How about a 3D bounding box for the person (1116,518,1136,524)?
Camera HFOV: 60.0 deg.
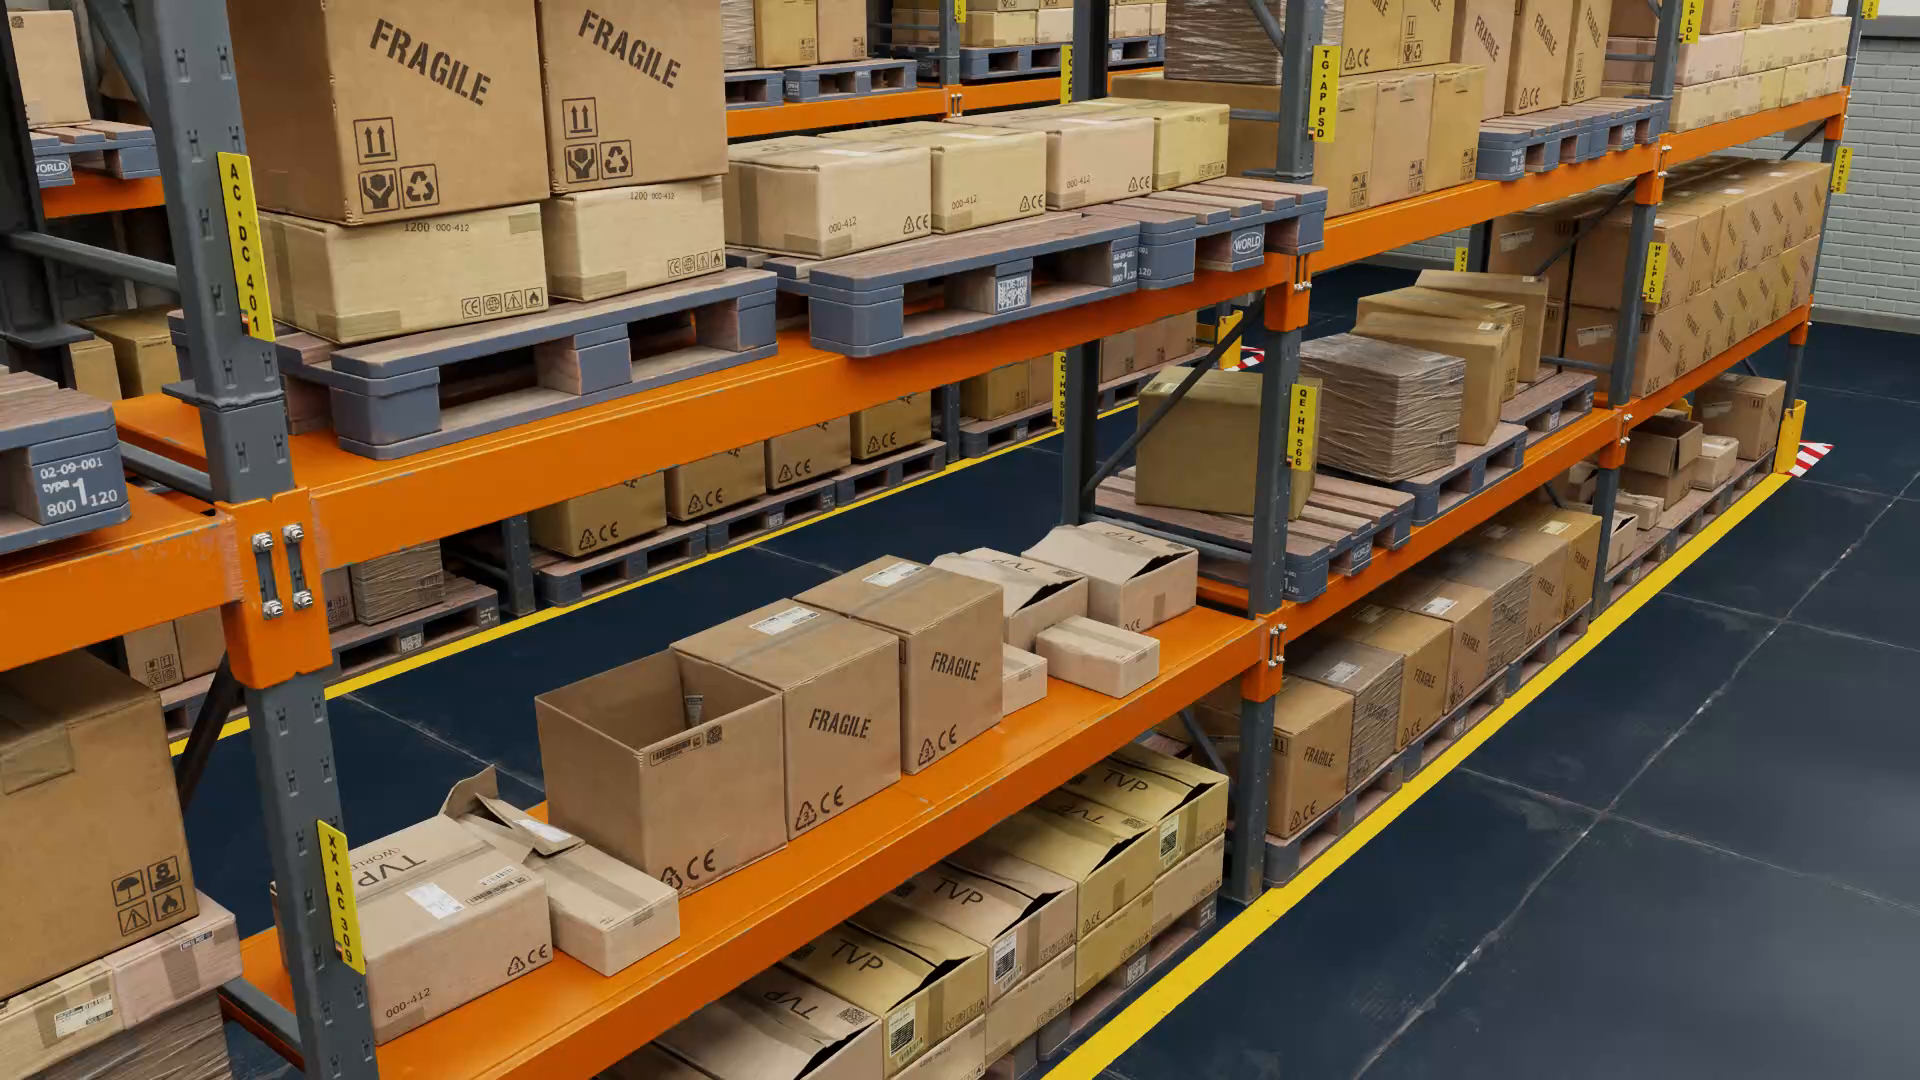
[{"bbox_3d":[0.719,0.327,9.214,0.577,0.817,0.935,15,25,35],"label":"person"}]
